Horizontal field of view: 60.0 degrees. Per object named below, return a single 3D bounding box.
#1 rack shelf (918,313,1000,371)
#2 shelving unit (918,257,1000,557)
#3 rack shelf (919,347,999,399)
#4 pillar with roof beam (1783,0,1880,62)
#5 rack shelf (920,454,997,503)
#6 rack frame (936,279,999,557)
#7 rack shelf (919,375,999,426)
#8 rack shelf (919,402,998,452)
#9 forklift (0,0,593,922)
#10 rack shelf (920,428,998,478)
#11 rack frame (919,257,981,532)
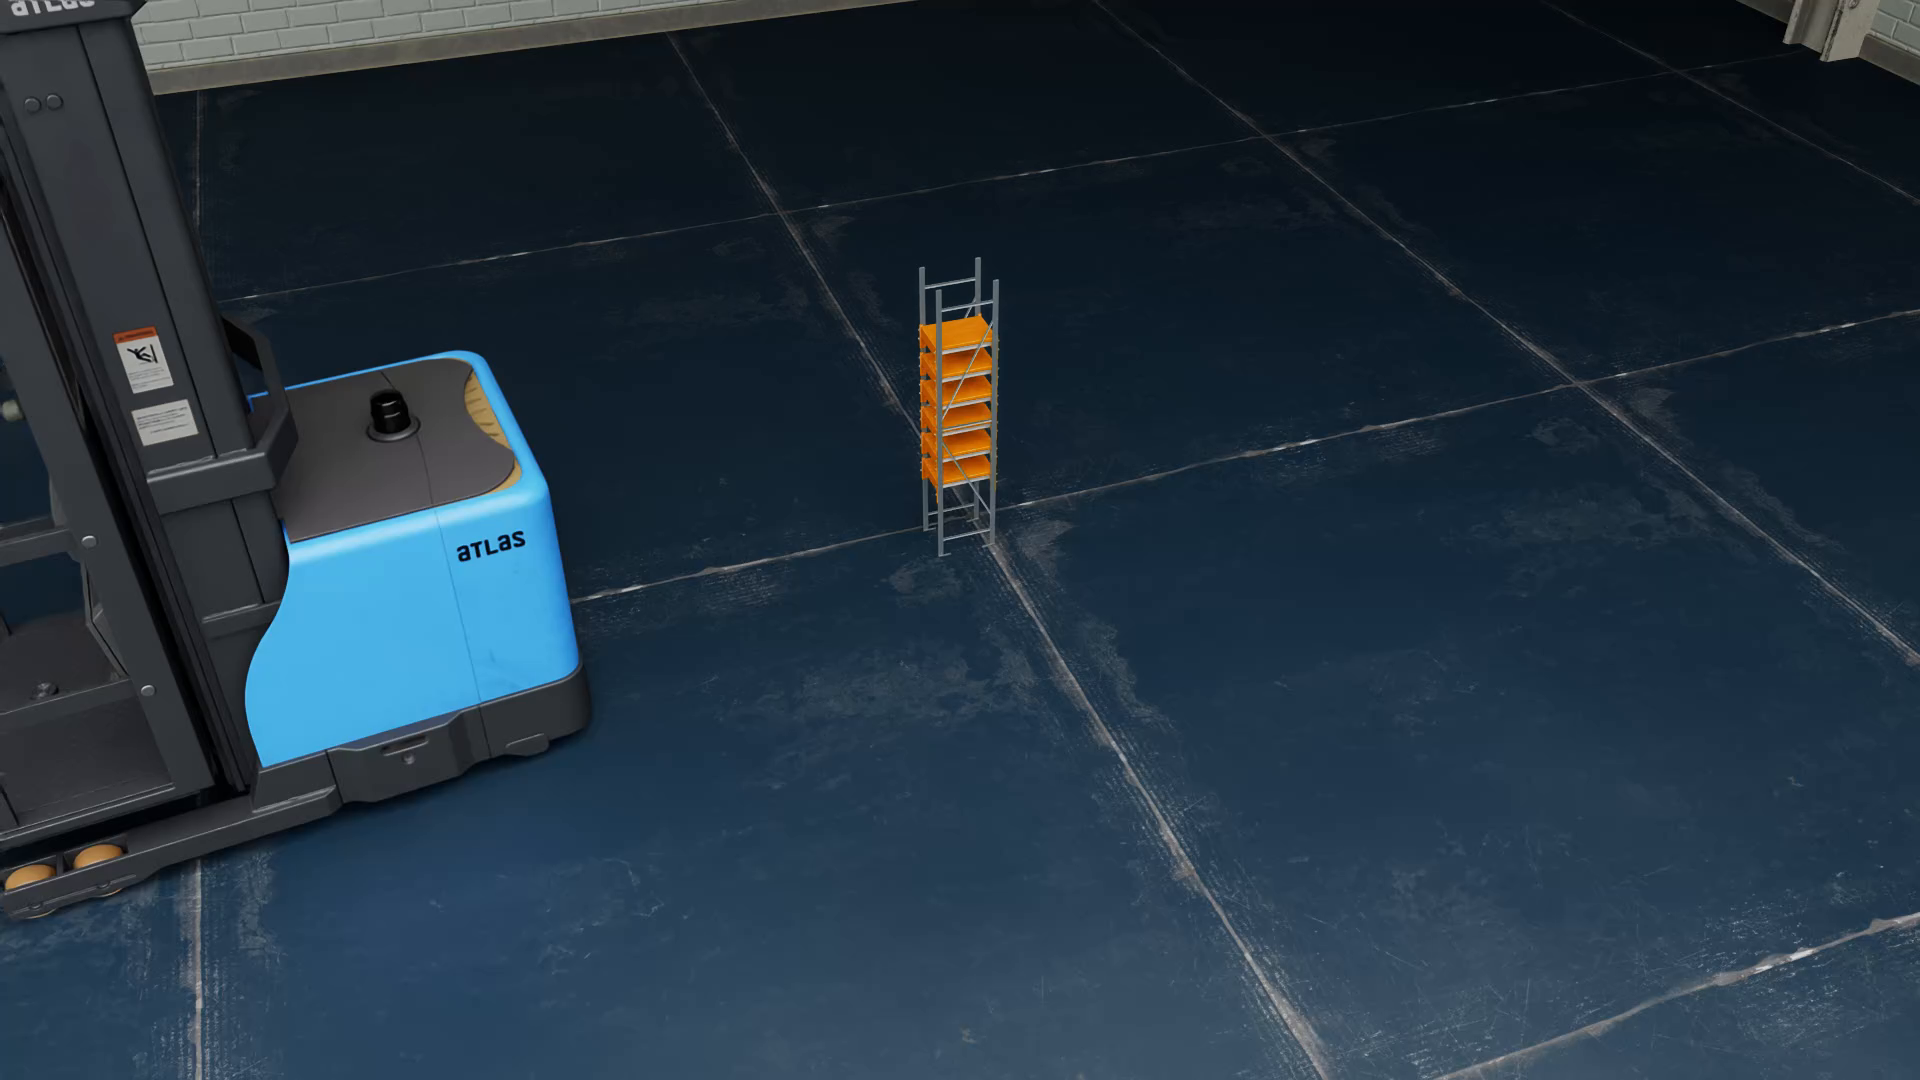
[{"bbox_3d":[-0.005,-0.739,6.210,0.258,0.103,0.180,-12,39,-16],"label":"rack shelf"},{"bbox_3d":[-0.005,-0.487,6.400,0.258,1.200,0.189,-12,39,-16],"label":"shelving unit"},{"bbox_3d":[-0.005,-0.644,6.282,0.258,0.103,0.180,-12,39,-16],"label":"rack shelf"},{"bbox_3d":[1.714,-5.985,7.217,9.100,9.000,0.400,-12,39,-16],"label":"pillar with roof beam"},{"bbox_3d":[-0.005,-0.260,6.571,0.258,0.103,0.180,-12,39,-16],"label":"rack shelf"},{"bbox_3d":[0.026,-0.436,6.331,0.240,1.200,0.006,-12,39,-16],"label":"rack frame"},{"bbox_3d":[-0.005,-0.548,6.354,0.258,0.103,0.180,-12,39,-16],"label":"rack shelf"},{"bbox_3d":[-0.005,-0.452,6.427,0.258,0.103,0.180,-12,39,-16],"label":"rack shelf"},{"bbox_3d":[-2.842,-0.357,4.788,3.031,2.935,1.130,-16,40,-20],"label":"forklift"},{"bbox_3d":[-0.005,-0.356,6.499,0.258,0.103,0.180,-12,39,-16],"label":"rack shelf"},{"bbox_3d":[-0.036,-0.539,6.468,0.240,1.200,0.006,-12,39,-16],"label":"rack frame"}]
